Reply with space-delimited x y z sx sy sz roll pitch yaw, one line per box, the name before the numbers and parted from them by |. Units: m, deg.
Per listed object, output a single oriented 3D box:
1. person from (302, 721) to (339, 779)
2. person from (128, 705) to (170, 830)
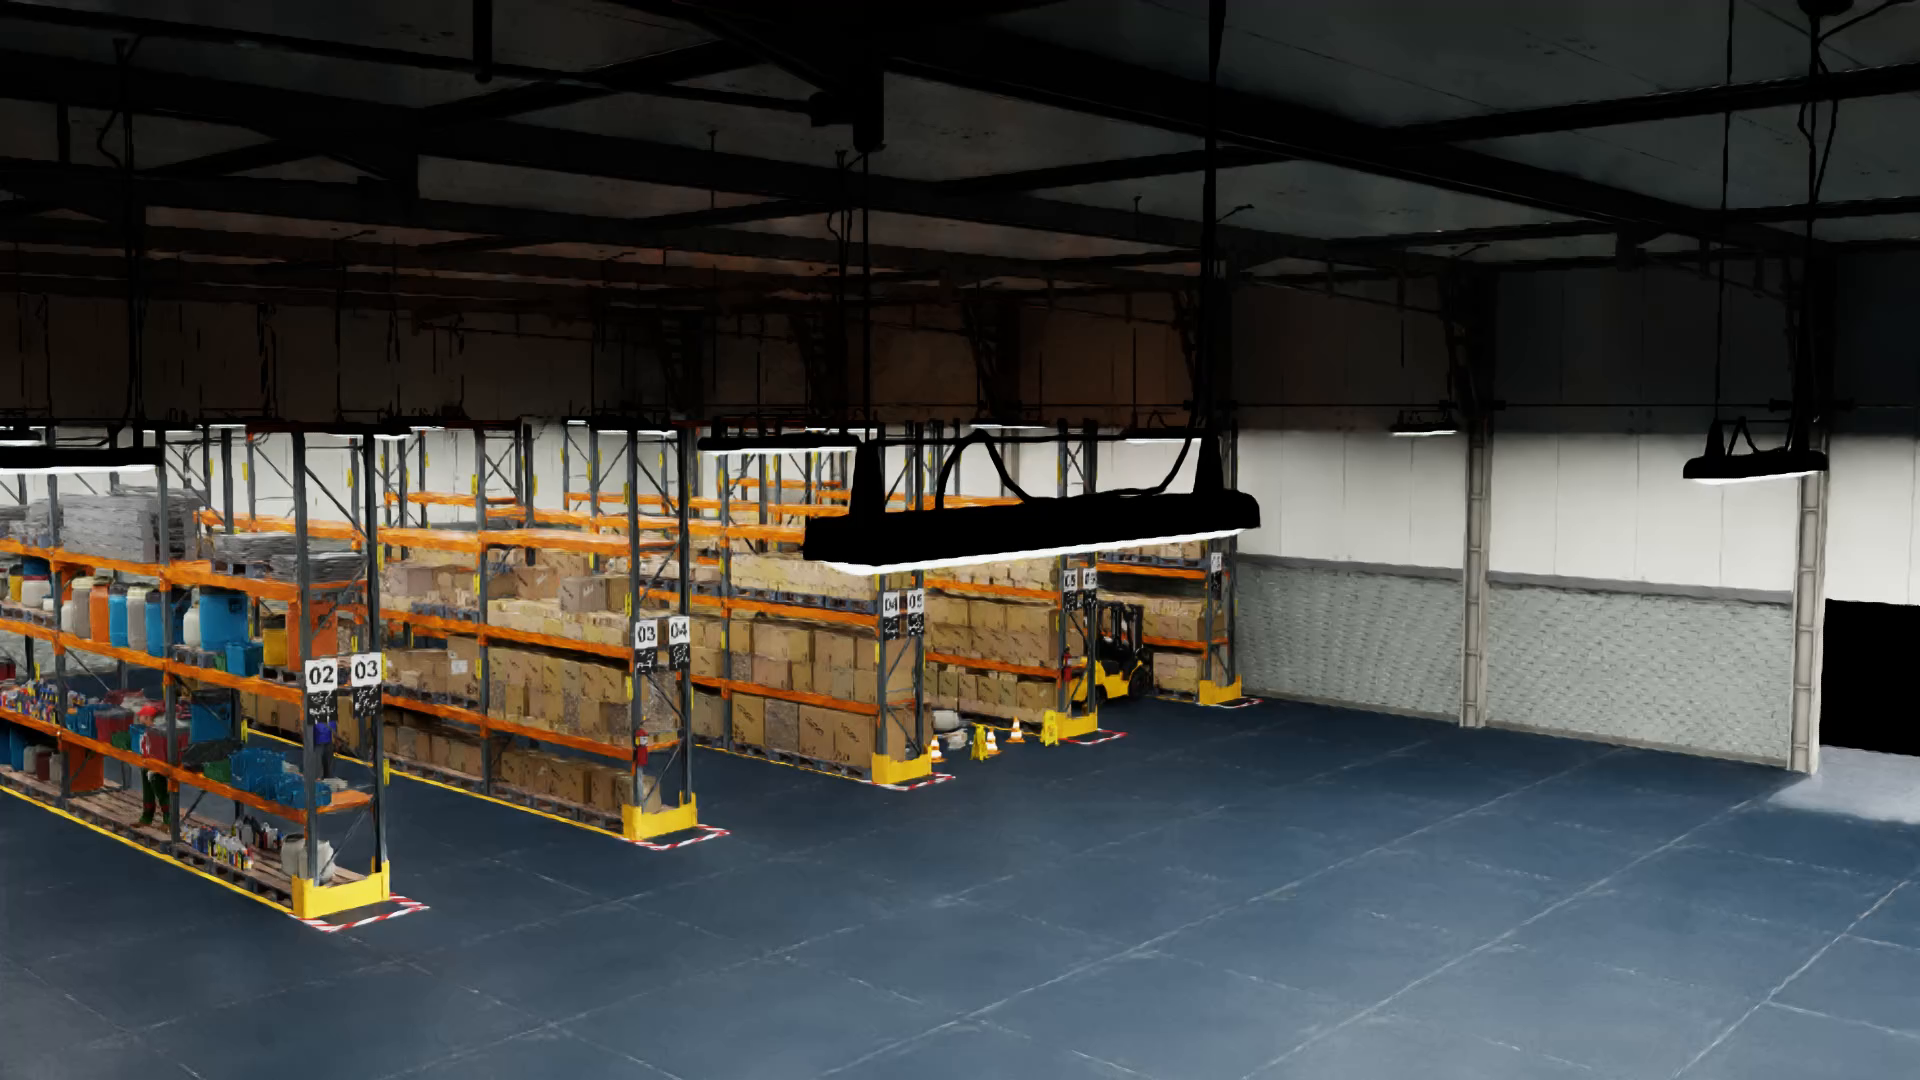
person | -10.255 3.361 26.645 0.513 1.604 0.571 4 6 39
person | -11.654 3.262 23.886 0.550 1.787 0.627 -4 6 -38
